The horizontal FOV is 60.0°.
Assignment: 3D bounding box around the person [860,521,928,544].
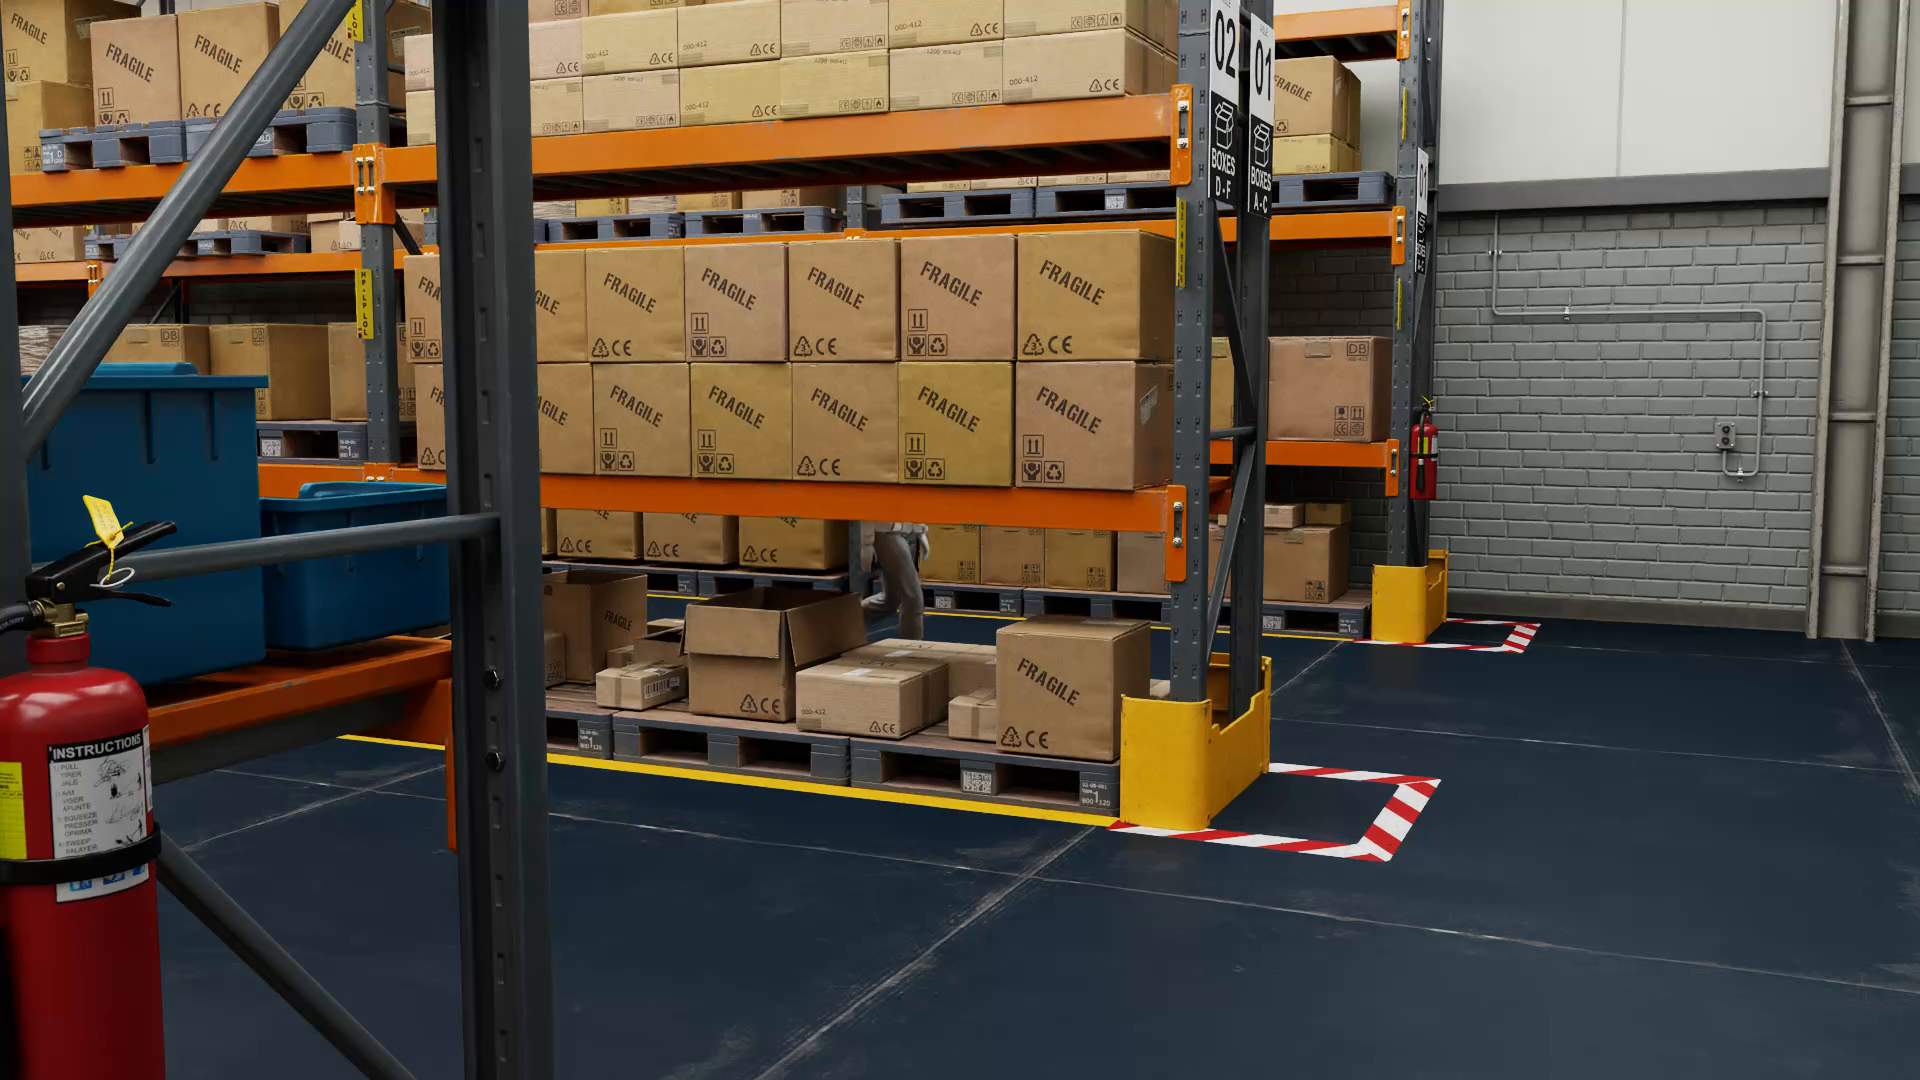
[{"bbox_3d":[-0.353,-0.303,9.373,0.342,0.623,0.495,3,6,28],"label":"person"}]
